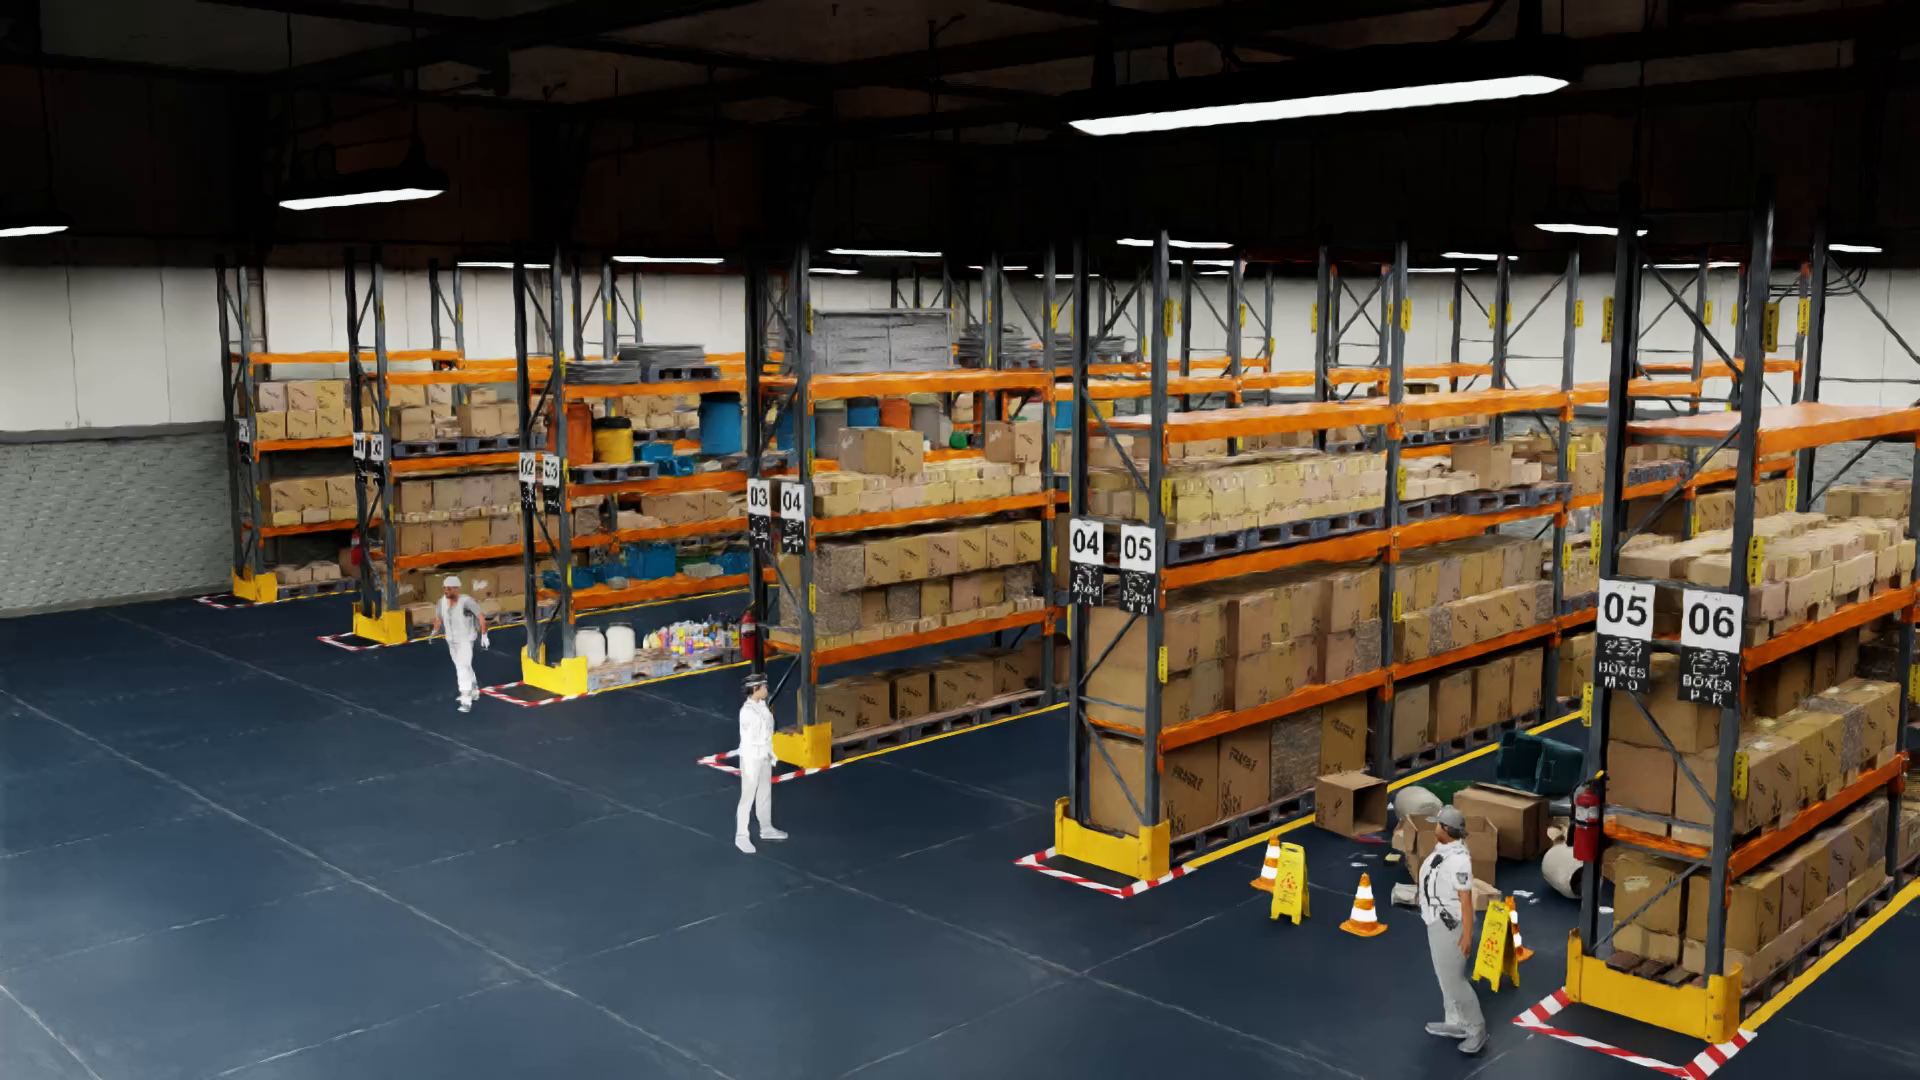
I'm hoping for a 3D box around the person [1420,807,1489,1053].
[{"bbox_3d":[3.479,2.716,11.686,0.485,1.658,0.614,1,8,6],"label":"person"}]

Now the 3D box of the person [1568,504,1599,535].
[{"bbox_3d":[12.291,-0.268,32.714,0.609,1.604,0.814,4,9,28],"label":"person"}]

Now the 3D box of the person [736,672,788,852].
[{"bbox_3d":[-1.902,2.095,15.851,0.425,1.672,0.555,2,8,15],"label":"person"}]

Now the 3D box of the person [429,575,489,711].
[{"bbox_3d":[-6.402,1.287,21.346,0.675,1.718,0.808,4,9,26],"label":"person"}]
